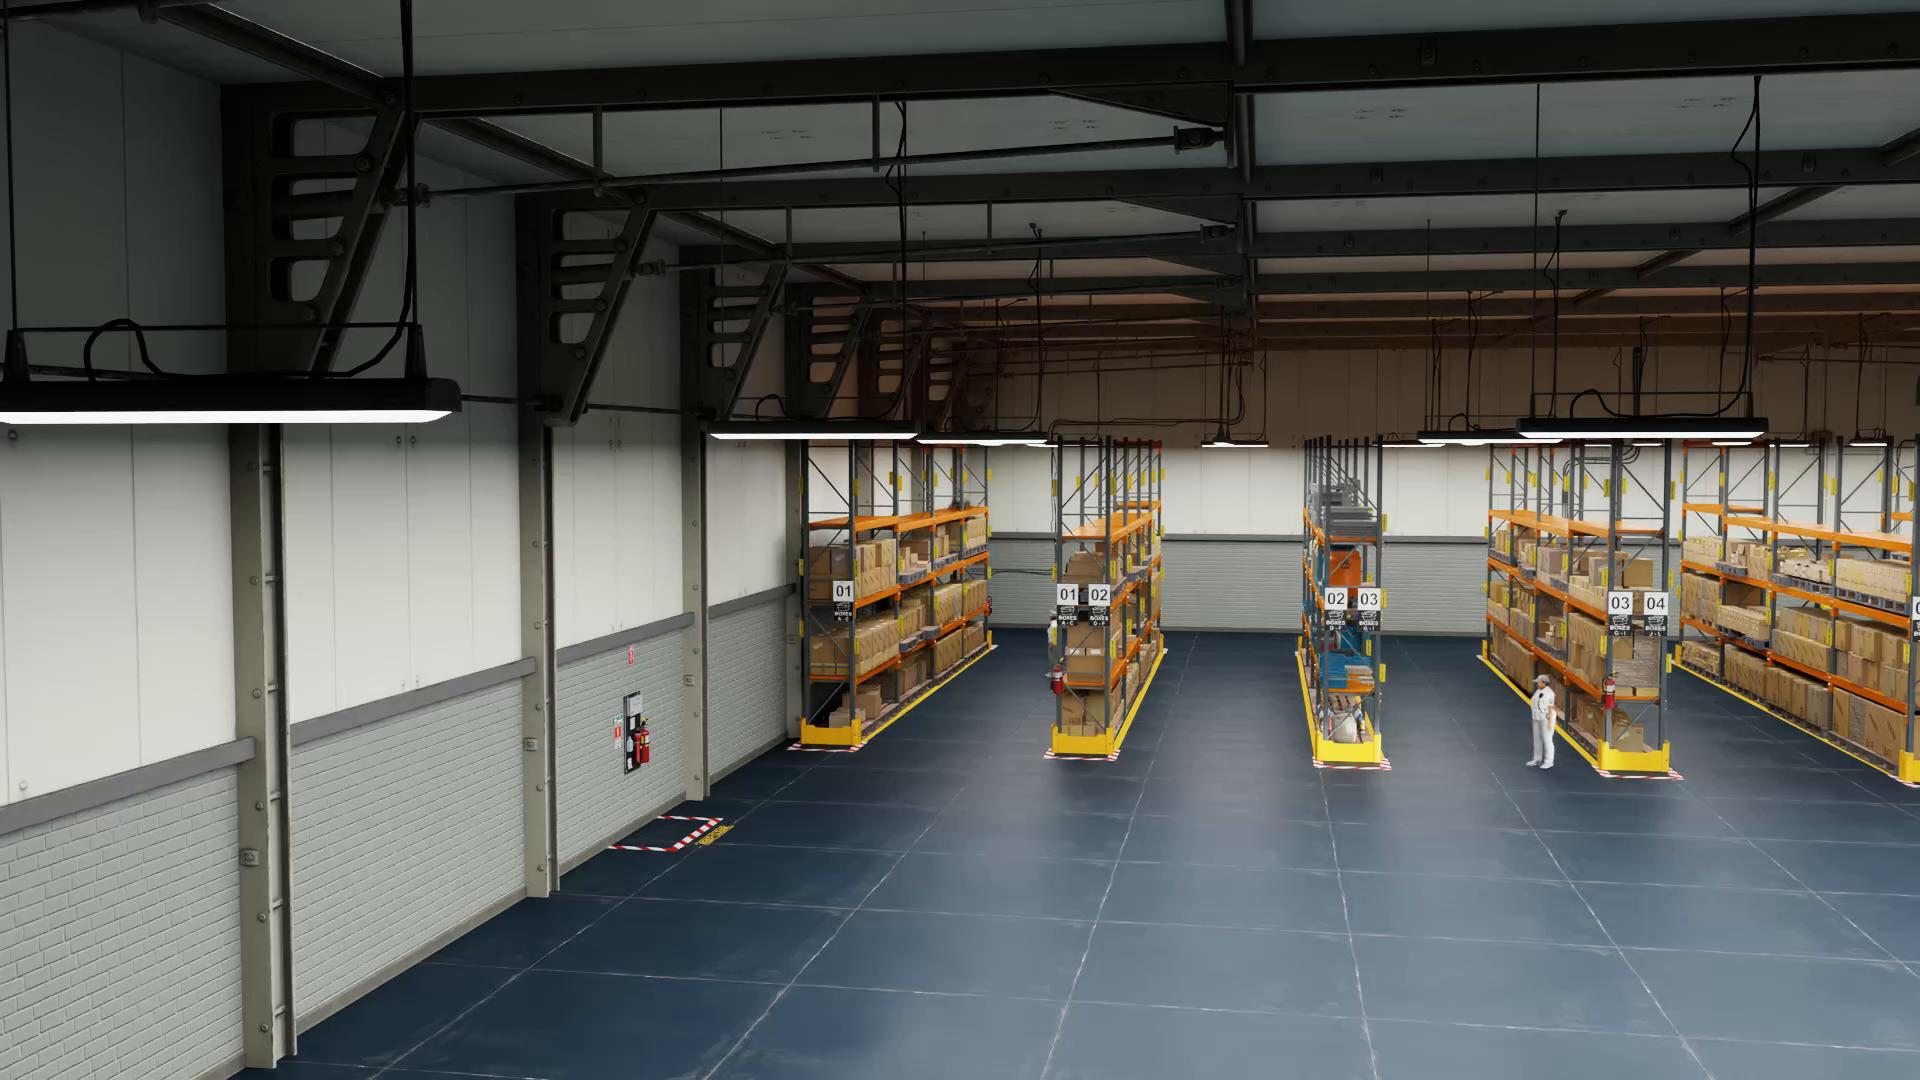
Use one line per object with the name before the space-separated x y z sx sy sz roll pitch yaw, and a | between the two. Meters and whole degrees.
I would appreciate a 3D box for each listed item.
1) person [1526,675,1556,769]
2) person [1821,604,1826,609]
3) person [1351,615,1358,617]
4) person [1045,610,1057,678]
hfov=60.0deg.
person | 10.508 3.262 29.993 0.436 1.679 0.494 -1 3 -14
person | 22.233 2.518 43.043 0.641 1.770 0.456 -2 4 -35
person | 11.500 2.329 47.798 0.528 1.653 0.400 1 3 11
person | 2.334 2.608 41.867 0.391 1.690 0.505 0 3 -1
